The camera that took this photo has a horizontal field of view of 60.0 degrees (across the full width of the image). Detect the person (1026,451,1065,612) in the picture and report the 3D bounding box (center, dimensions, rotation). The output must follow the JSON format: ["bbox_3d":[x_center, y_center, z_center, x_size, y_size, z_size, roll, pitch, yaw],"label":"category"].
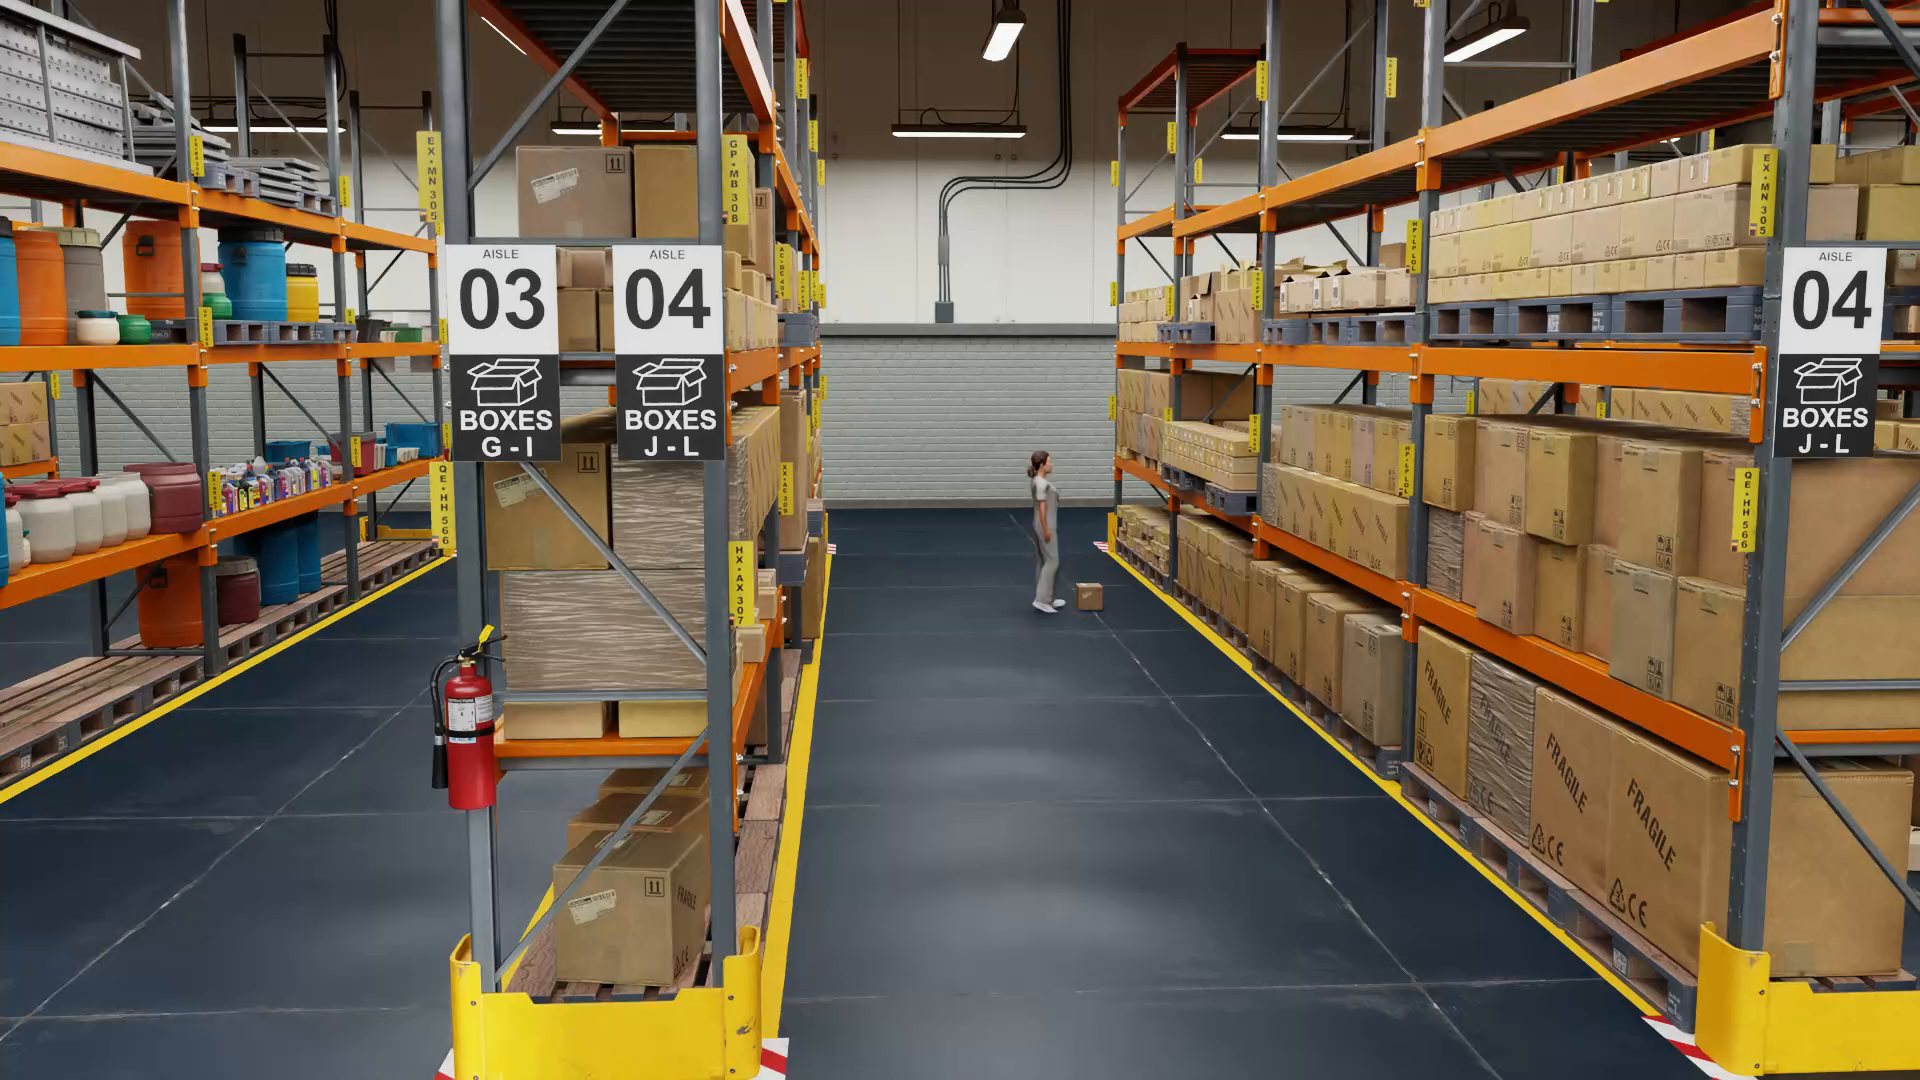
[{"bbox_3d":[0.910,-0.078,17.581,0.432,1.730,0.453,0,7,-3],"label":"person"}]
